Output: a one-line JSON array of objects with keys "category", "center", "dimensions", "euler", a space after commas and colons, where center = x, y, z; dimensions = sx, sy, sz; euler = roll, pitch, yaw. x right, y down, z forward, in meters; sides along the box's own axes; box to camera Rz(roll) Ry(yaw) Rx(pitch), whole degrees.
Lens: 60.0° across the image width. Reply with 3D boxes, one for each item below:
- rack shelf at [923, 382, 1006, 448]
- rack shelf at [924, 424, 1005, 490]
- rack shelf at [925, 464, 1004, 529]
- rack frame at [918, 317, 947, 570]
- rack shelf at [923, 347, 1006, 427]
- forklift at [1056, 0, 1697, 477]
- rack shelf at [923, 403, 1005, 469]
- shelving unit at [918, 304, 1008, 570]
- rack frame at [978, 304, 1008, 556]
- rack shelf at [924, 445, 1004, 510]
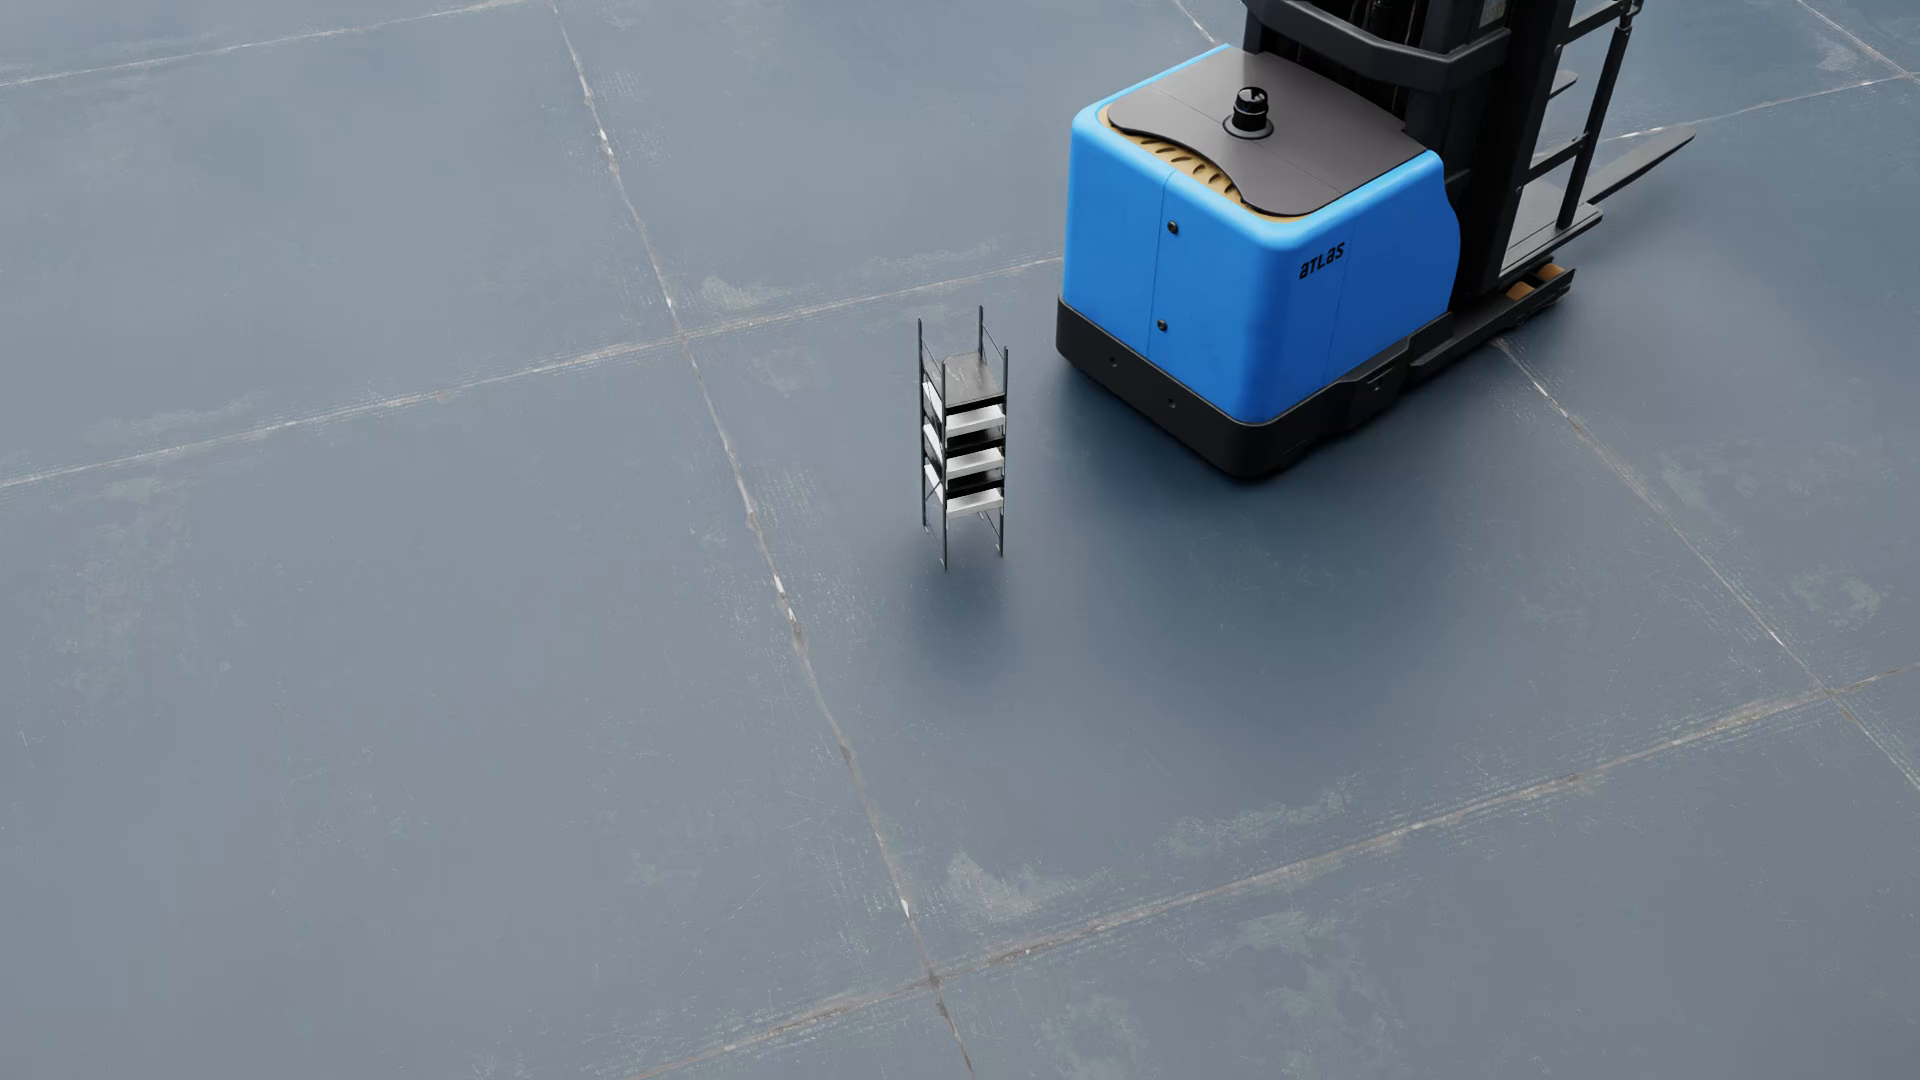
[{"category": "rack shelf", "center": [0.008, -0.423, 5.329], "dimensions": [0.200, 0.077, 0.258], "euler": [-14, 47, -14]}, {"category": "rack shelf", "center": [0.008, -0.296, 5.457], "dimensions": [0.200, 0.077, 0.258], "euler": [-14, 47, -14]}, {"category": "rack shelf", "center": [0.008, -0.169, 5.584], "dimensions": [0.200, 0.077, 0.258], "euler": [-14, 47, -14]}, {"category": "rack frame", "center": [-0.088, -0.295, 5.409], "dimensions": [0.006, 0.900, 0.240], "euler": [-14, 47, -14]}, {"category": "rack shelf", "center": [0.008, -0.487, 5.266], "dimensions": [0.200, 0.077, 0.258], "euler": [-14, 47, -14]}, {"category": "forklift", "center": [1.822, -2.147, 5.820], "dimensions": [3.031, 2.935, 1.130], "euler": [-31, 53, -27]}, {"category": "rack shelf", "center": [0.008, -0.360, 5.393], "dimensions": [0.200, 0.077, 0.258], "euler": [-14, 47, -14]}, {"category": "shelving unit", "center": [0.008, -0.320, 5.433], "dimensions": [0.210, 0.900, 0.258], "euler": [-14, 47, -14]}, {"category": "rack frame", "center": [0.103, -0.344, 5.458], "dimensions": [0.006, 0.900, 0.240], "euler": [-14, 47, -14]}, {"category": "rack shelf", "center": [0.008, -0.233, 5.521], "dimensions": [0.200, 0.077, 0.258], "euler": [-14, 47, -14]}]
